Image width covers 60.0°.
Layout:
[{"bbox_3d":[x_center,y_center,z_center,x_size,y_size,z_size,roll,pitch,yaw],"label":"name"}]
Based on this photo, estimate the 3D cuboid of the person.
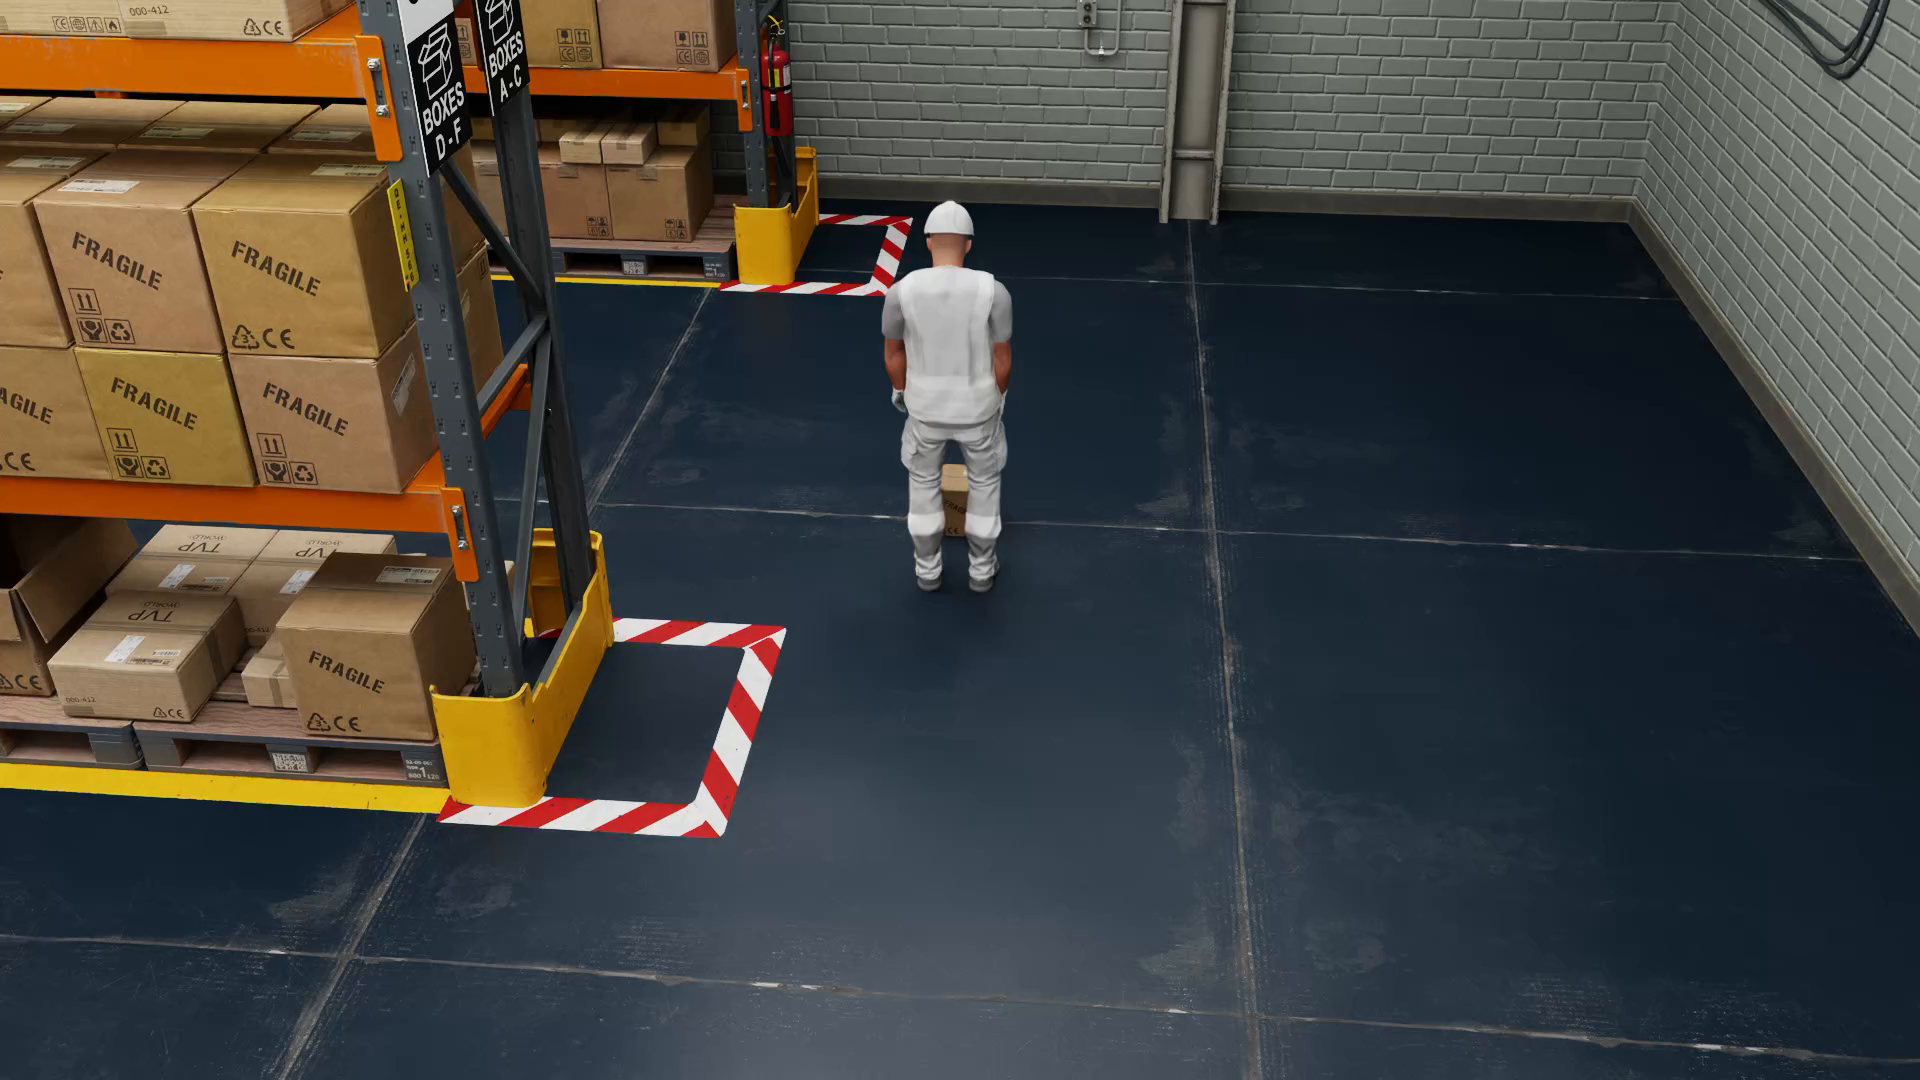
[{"bbox_3d":[-0.049,-0.583,7.102,0.541,1.743,0.443,3,32,5],"label":"person"}]
